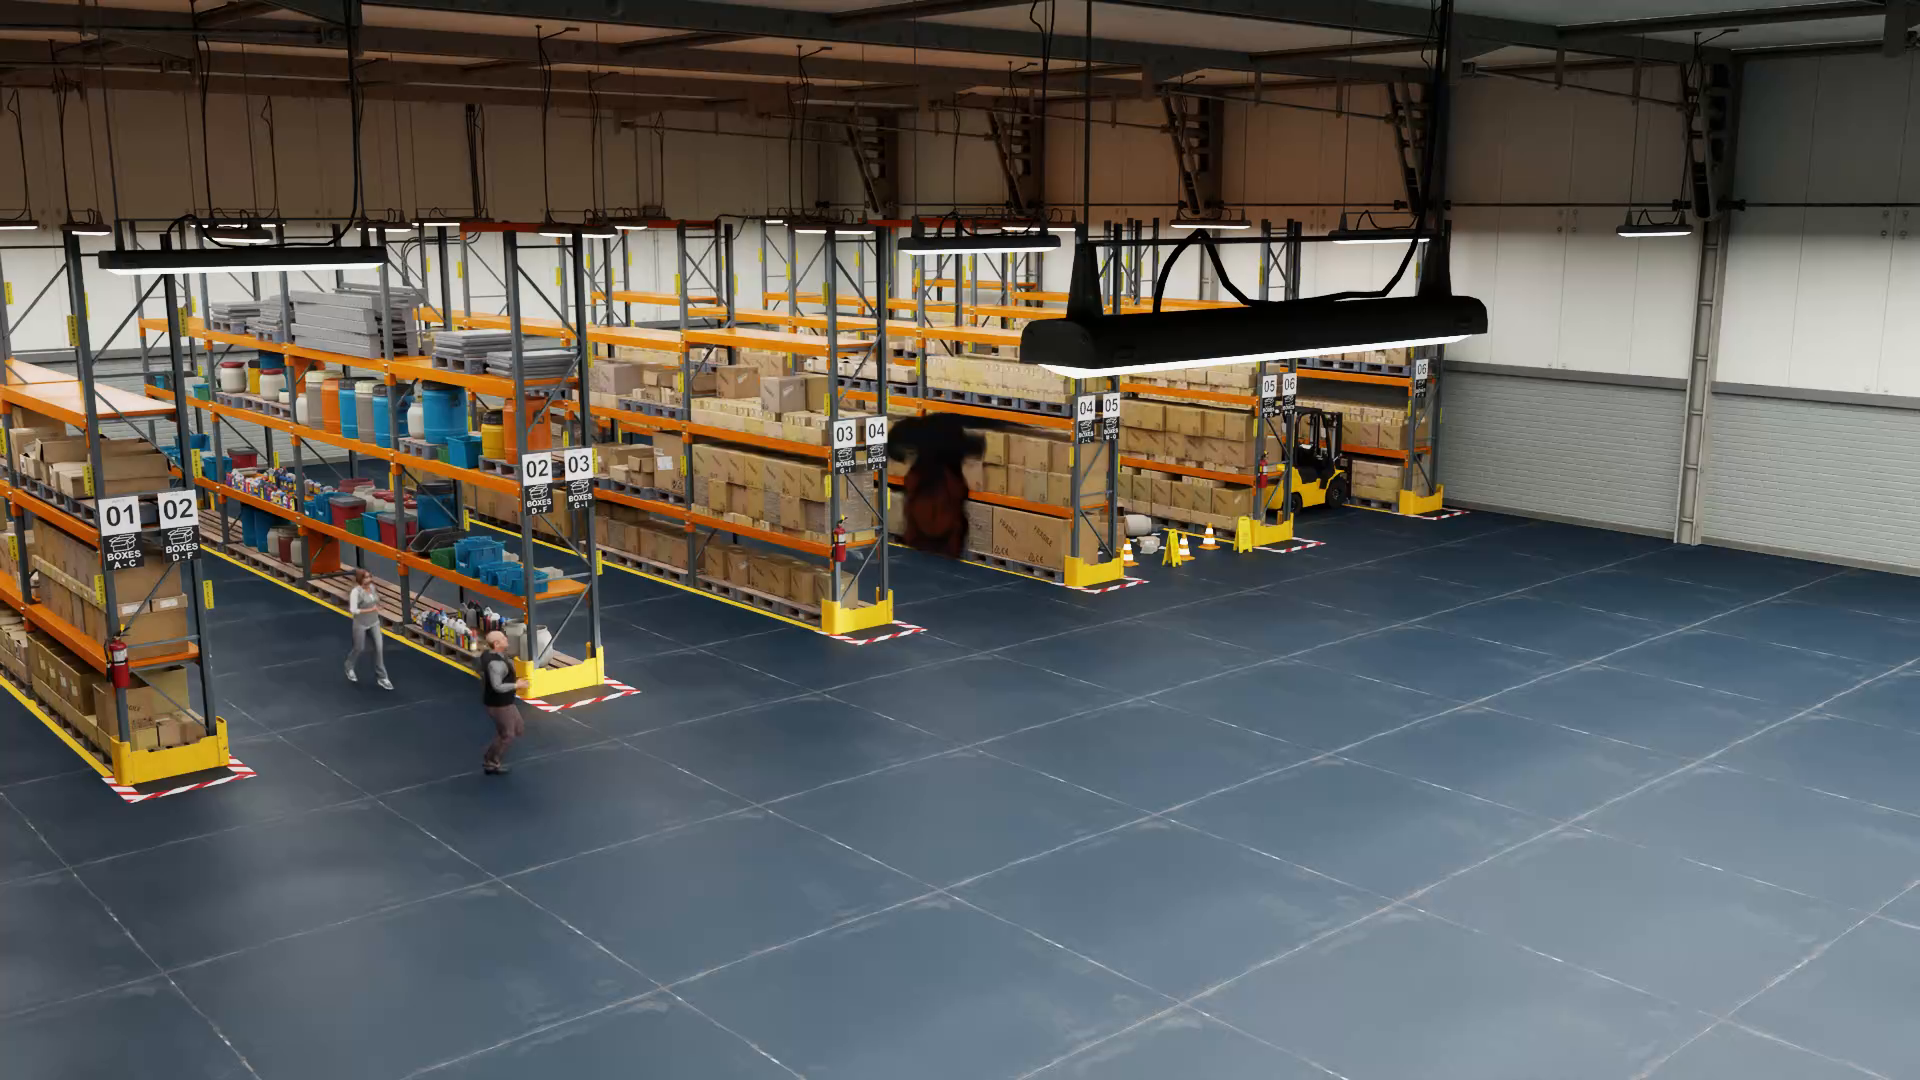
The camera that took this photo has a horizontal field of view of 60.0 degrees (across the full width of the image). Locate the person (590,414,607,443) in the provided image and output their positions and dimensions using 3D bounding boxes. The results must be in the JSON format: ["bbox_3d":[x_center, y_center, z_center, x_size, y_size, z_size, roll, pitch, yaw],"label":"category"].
[{"bbox_3d":[-8.922,-2.726,40.971,0.695,1.774,0.729,7,14,33],"label":"person"}]

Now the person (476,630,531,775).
[{"bbox_3d":[-5.093,1.825,18.618,0.565,1.695,0.641,-4,12,-20],"label":"person"}]

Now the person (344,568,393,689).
[{"bbox_3d":[-7.886,1.148,21.986,0.861,1.604,0.518,8,14,33],"label":"person"}]

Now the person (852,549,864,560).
[{"bbox_3d":[-2.032,-0.509,29.156,0.905,1.681,0.612,6,13,27],"label":"person"}]
